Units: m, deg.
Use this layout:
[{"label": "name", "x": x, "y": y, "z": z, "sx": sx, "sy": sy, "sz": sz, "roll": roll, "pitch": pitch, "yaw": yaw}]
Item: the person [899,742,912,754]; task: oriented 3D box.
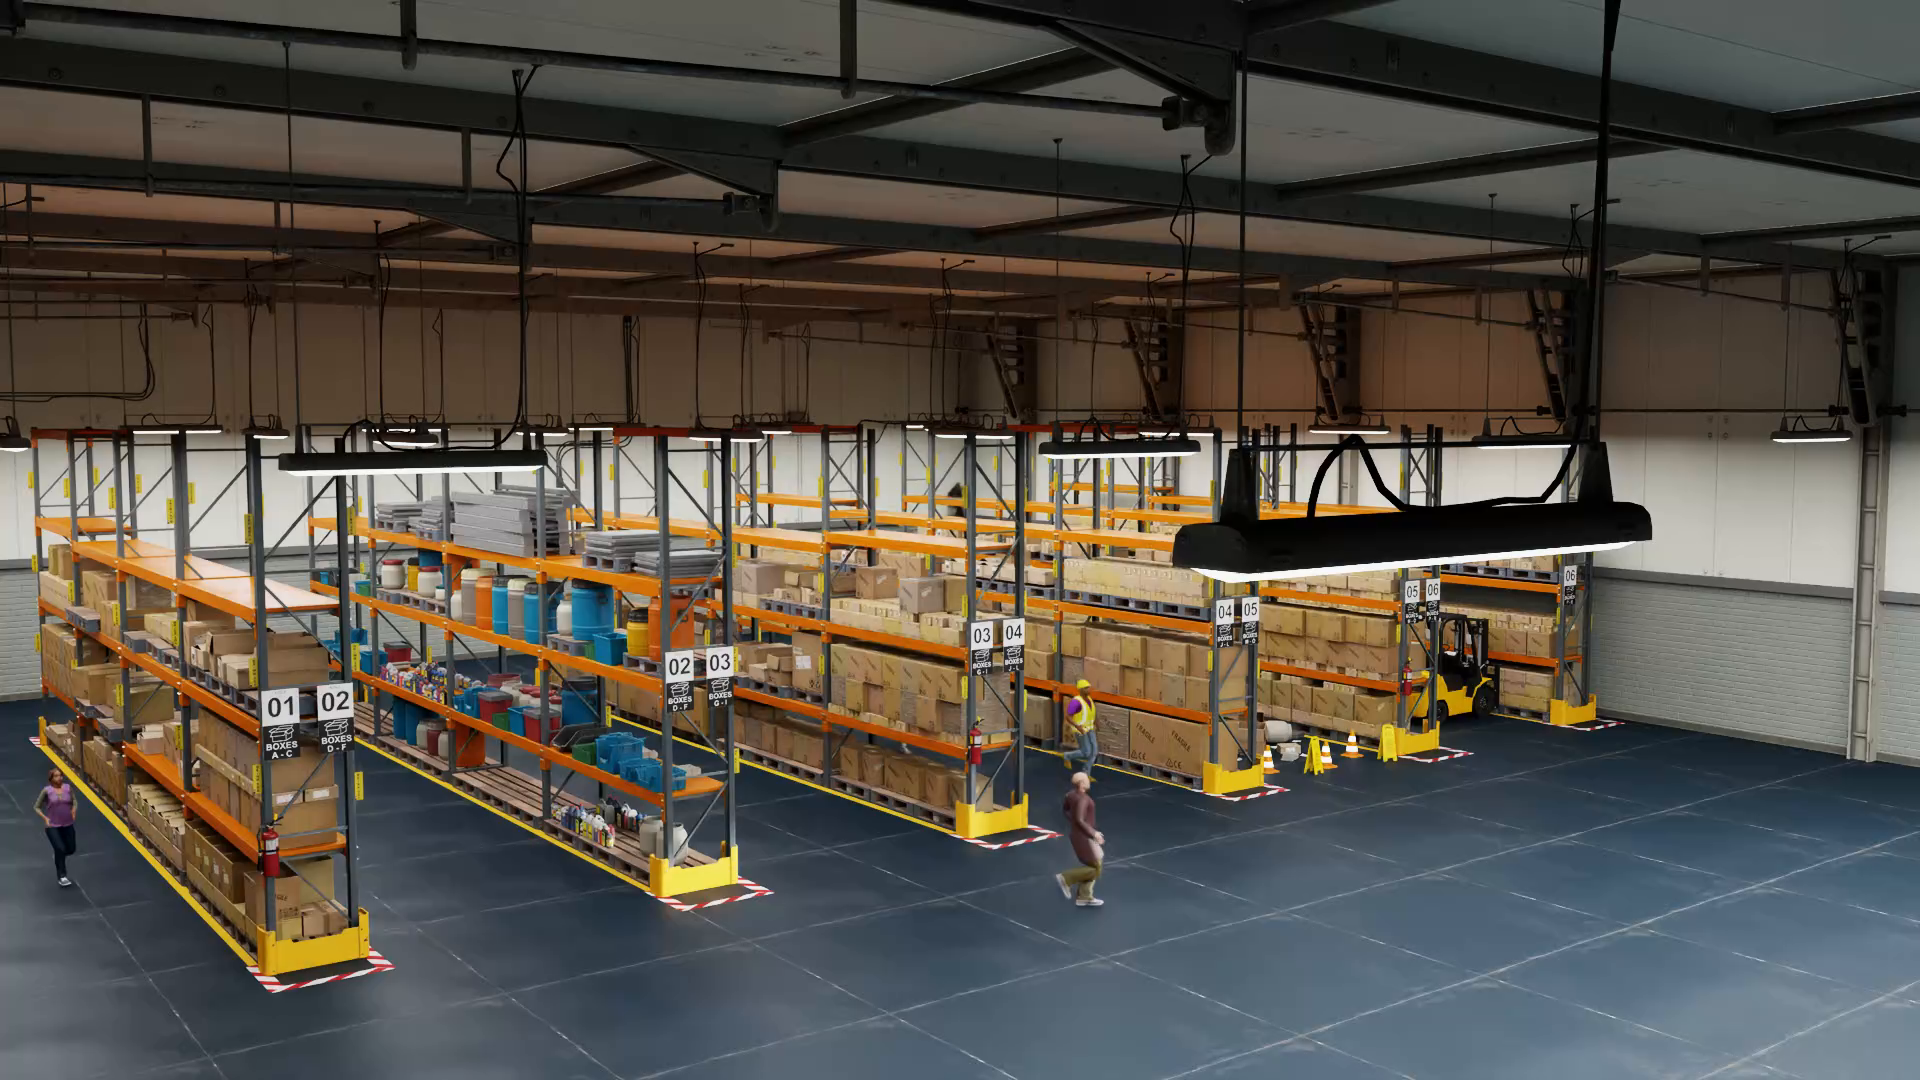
[{"label": "person", "x": -1.081, "y": 3.115, "z": 30.817, "sx": 0.665, "sy": 1.654, "sz": 0.648, "roll": 4, "pitch": 6, "yaw": 44}]

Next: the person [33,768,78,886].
[{"label": "person", "x": -12.063, "y": 3.810, "z": 22.216, "sx": 0.622, "sy": 1.550, "sz": 0.539, "roll": 4, "pitch": 6, "yaw": 44}]

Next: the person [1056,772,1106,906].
[{"label": "person", "x": 1.511, "y": 3.810, "z": 21.149, "sx": 0.663, "sy": 1.736, "sz": 0.710, "roll": -1, "pitch": 5, "yaw": -13}]

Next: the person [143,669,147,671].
[{"label": "person", "x": -16.380, "y": 2.904, "z": 33.275, "sx": 0.578, "sy": 1.650, "sz": 0.670, "roll": -1, "pitch": 5, "yaw": -16}]

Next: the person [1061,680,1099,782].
[{"label": "person", "x": 2.071, "y": 3.249, "z": 28.486, "sx": 0.654, "sy": 1.737, "sz": 0.710, "roll": 4, "pitch": 6, "yaw": 39}]
